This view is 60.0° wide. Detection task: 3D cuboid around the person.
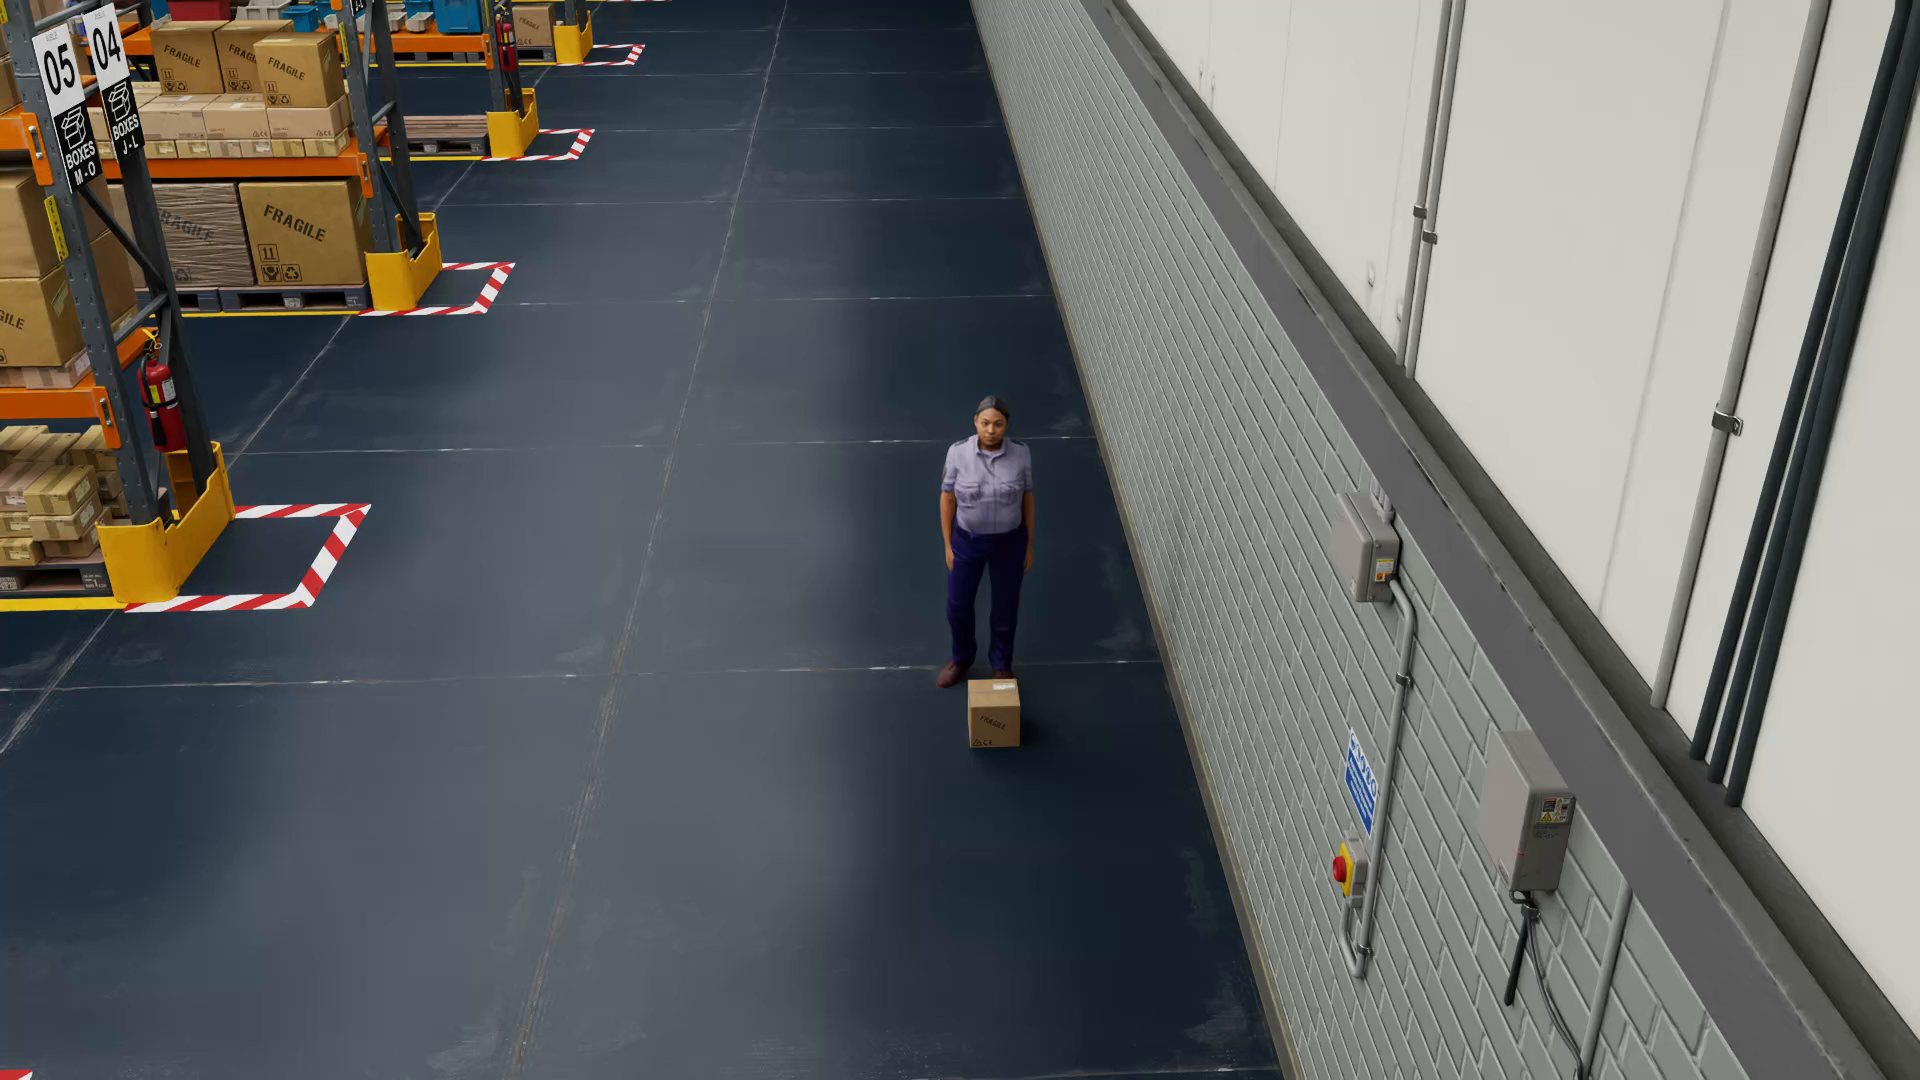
[{"bbox_3d":[0.122,0.036,8.572,0.517,1.672,0.377,-1,28,-3],"label":"person"}]
